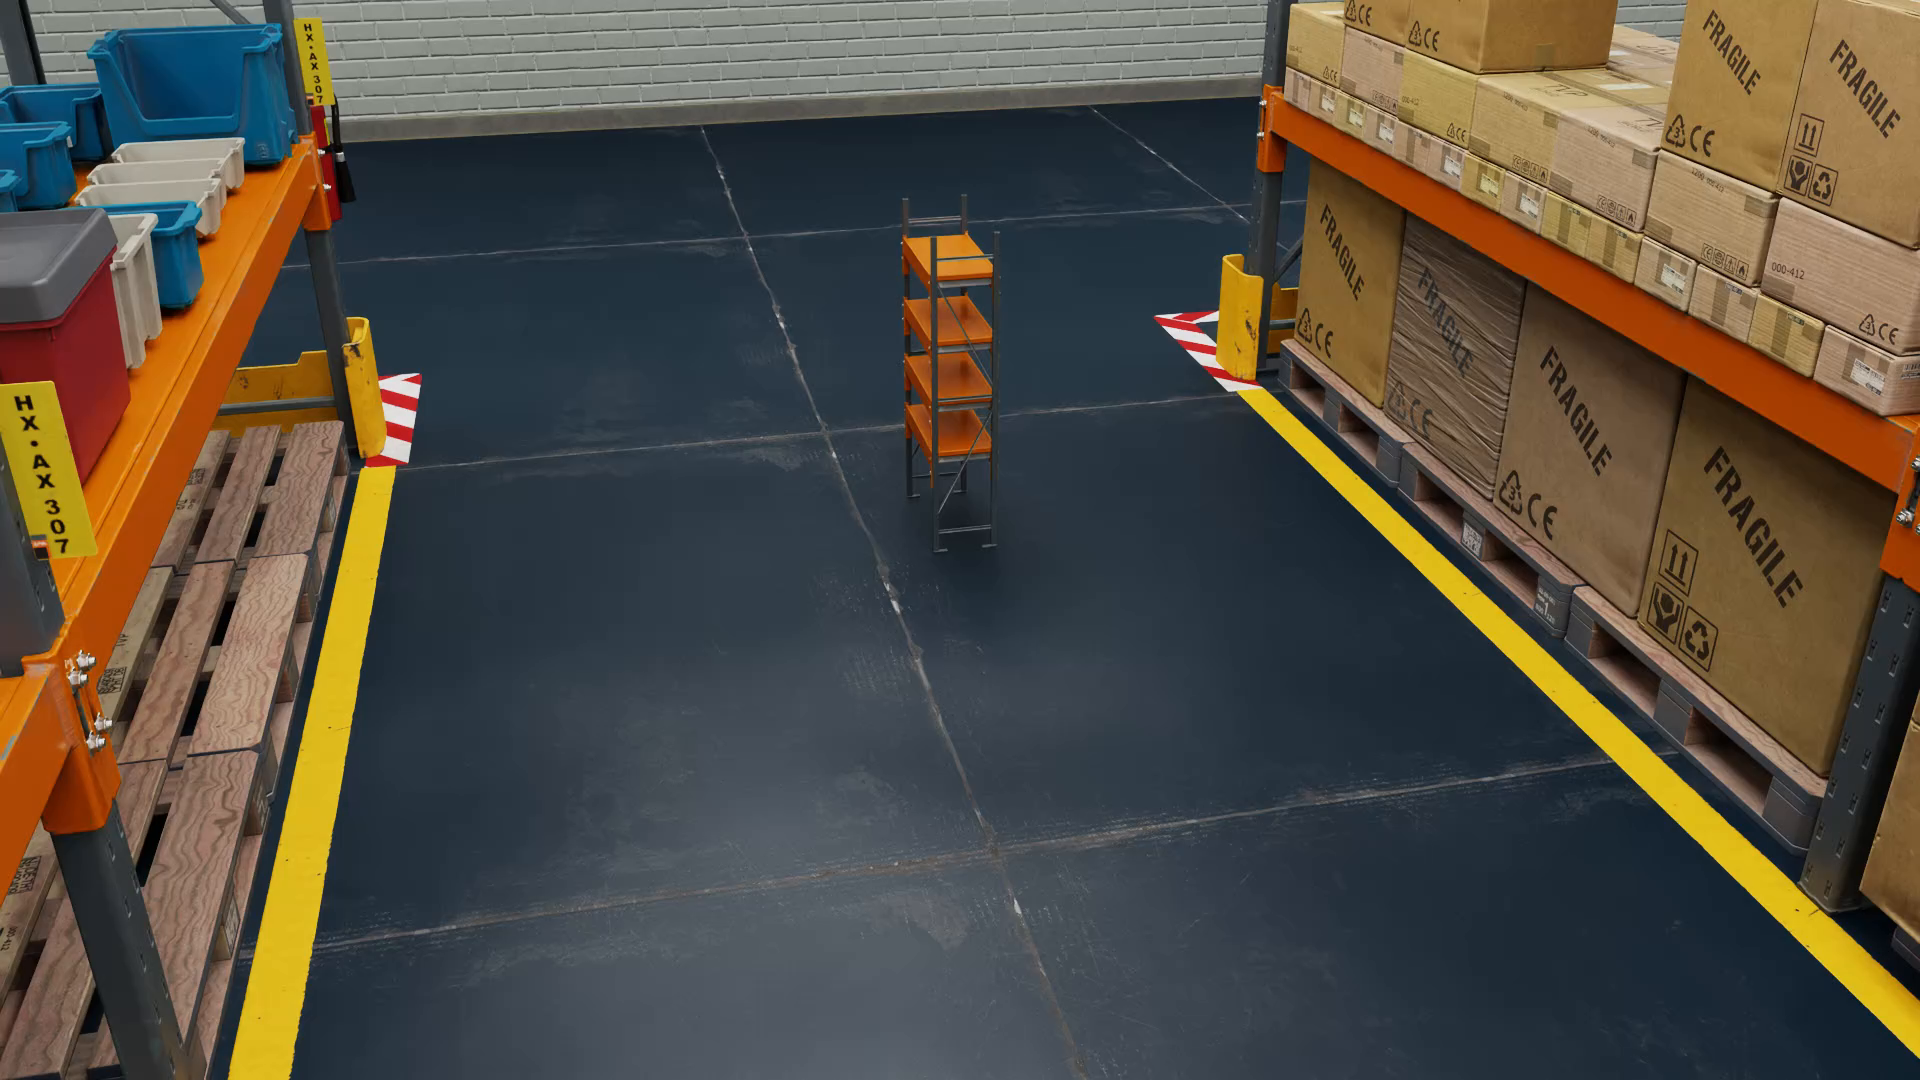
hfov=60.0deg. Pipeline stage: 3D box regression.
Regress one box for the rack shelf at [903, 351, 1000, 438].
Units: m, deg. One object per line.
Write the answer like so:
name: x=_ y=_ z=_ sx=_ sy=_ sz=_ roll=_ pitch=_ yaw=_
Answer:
rack shelf: x=-0.037 y=-0.548 z=6.154 sx=0.258 sy=0.148 sz=0.480 roll=-6 pitch=27 yaw=-12

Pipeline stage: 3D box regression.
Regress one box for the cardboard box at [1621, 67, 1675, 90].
cardboard box: x=2.541 y=-1.401 z=5.533 sx=0.500 sy=0.250 sz=0.500 roll=-6 pitch=27 yaw=-12

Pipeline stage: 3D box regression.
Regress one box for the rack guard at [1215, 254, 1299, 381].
rack guard: x=1.818 y=-1.090 z=7.855 sx=1.175 sy=0.500 sz=0.348 roll=-6 pitch=27 yaw=-12

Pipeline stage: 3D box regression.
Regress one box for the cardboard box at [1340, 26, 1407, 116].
cardboard box: x=1.792 y=-1.796 z=6.315 sx=0.500 sy=0.250 sz=0.500 roll=-6 pitch=27 yaw=-12

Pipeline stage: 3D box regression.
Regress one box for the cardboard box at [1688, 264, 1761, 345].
cardboard box: x=2.221 y=-0.654 z=4.495 sx=0.380 sy=0.149 sz=0.250 roll=-6 pitch=27 yaw=-12

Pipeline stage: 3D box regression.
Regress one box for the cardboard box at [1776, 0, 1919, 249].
cardboard box: x=2.361 y=-1.015 z=3.936 sx=0.500 sy=0.500 sz=0.500 roll=-5 pitch=27 yaw=-10

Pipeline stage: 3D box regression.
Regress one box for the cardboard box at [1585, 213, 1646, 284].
cardboard box: x=2.105 y=-0.880 z=4.943 sx=0.380 sy=0.149 sz=0.250 roll=-5 pitch=27 yaw=-11

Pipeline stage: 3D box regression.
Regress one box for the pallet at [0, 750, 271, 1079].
pallet: x=-2.304 y=0.989 z=4.055 sx=1.003 sy=0.211 sz=1.213 roll=-6 pitch=27 yaw=-12

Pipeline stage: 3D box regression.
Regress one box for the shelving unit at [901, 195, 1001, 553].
shelving unit: x=-0.037 y=-0.608 z=6.124 sx=0.258 sy=1.200 sz=0.503 roll=-6 pitch=27 yaw=-12

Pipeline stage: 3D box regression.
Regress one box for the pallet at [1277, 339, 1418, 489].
pallet: x=2.080 y=-0.608 z=7.220 sx=1.003 sy=0.211 sz=1.213 roll=-6 pitch=27 yaw=-12

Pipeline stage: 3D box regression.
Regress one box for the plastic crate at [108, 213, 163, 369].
plastic crate: x=-2.265 y=-0.600 z=4.174 sx=0.437 sy=0.282 sz=0.530 roll=-6 pitch=27 yaw=-12

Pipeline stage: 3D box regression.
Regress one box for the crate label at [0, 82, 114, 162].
crate label: x=-3.267 y=-1.503 z=6.018 sx=0.416 sy=0.233 sz=0.303 roll=-6 pitch=27 yaw=-12

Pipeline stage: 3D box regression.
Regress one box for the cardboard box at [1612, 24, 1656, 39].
cardboard box: x=2.305 y=-1.853 z=6.428 sx=0.500 sy=0.250 sz=0.500 roll=-6 pitch=27 yaw=-12

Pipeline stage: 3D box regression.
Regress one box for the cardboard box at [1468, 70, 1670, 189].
cardboard box: x=2.024 y=-1.346 z=5.425 sx=0.500 sy=0.250 sz=0.500 roll=-6 pitch=27 yaw=-13

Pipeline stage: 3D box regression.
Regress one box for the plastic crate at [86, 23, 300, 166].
plastic crate: x=-2.745 y=-1.607 z=5.999 sx=0.616 sy=0.435 sz=0.499 roll=-6 pitch=27 yaw=-12

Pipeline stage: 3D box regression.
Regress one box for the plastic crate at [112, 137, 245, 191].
plastic crate: x=-2.642 y=-1.262 z=5.648 sx=0.396 sy=0.136 sz=0.243 roll=-6 pitch=27 yaw=-12

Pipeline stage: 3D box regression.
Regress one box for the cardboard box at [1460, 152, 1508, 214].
cardboard box: x=1.930 y=-1.219 z=5.615 sx=0.380 sy=0.149 sz=0.250 roll=-7 pitch=28 yaw=-13

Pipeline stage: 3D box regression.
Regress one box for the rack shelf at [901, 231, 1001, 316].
rack shelf: x=-0.037 y=-0.959 z=5.947 sx=0.258 sy=0.148 sz=0.480 roll=-6 pitch=27 yaw=-12

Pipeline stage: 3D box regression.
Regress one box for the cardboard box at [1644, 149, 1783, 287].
cardboard box: x=2.251 y=-0.899 z=4.539 sx=0.500 sy=0.250 sz=0.500 roll=-5 pitch=27 yaw=-10

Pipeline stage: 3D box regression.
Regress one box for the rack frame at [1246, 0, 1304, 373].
rack frame: x=1.823 y=-2.196 z=7.271 sx=1.000 sy=3.000 sz=0.127 roll=-6 pitch=27 yaw=-12

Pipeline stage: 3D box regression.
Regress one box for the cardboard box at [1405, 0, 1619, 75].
cardboard box: x=1.904 y=-1.912 z=5.713 sx=0.500 sy=0.500 sz=0.500 roll=-7 pitch=28 yaw=-13

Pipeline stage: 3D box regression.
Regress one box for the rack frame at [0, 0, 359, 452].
rack frame: x=-3.002 y=-1.693 z=6.274 sx=1.000 sy=3.000 sz=0.127 roll=-6 pitch=27 yaw=-12

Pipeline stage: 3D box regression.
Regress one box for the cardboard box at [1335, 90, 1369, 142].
cardboard box: x=1.699 y=-1.669 z=6.507 sx=0.380 sy=0.149 sz=0.250 roll=-7 pitch=28 yaw=-13

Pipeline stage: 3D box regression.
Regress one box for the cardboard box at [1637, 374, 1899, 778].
cardboard box: x=2.654 y=0.024 z=4.766 sx=0.875 sy=0.875 sz=0.875 roll=-6 pitch=27 yaw=-12

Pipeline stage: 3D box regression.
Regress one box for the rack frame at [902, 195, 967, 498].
rack frame: x=-0.092 y=-0.715 z=6.336 sx=0.240 sy=1.200 sz=0.015 roll=-6 pitch=27 yaw=-12

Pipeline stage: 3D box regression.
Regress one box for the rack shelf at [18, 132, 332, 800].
rack shelf: x=-2.551 y=-0.493 z=4.697 sx=1.077 sy=0.370 sz=4.000 roll=-6 pitch=27 yaw=-12

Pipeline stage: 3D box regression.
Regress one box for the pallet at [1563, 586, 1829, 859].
pallet: x=2.630 y=0.464 z=5.097 sx=1.003 sy=0.211 sz=1.213 roll=-6 pitch=27 yaw=-12

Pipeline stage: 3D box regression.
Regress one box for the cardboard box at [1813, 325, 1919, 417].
cardboard box: x=2.337 y=-0.428 z=4.048 sx=0.380 sy=0.149 sz=0.250 roll=-6 pitch=27 yaw=-11

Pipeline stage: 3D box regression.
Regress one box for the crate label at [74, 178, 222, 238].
crate label: x=-2.504 y=-1.014 z=5.155 sx=0.396 sy=0.136 sz=0.243 roll=-6 pitch=27 yaw=-12

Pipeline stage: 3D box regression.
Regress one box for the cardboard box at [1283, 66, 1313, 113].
cardboard box: x=1.582 y=-1.894 z=6.952 sx=0.380 sy=0.149 sz=0.250 roll=-6 pitch=27 yaw=-11

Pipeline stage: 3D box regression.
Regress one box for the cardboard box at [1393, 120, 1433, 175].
cardboard box: x=1.815 y=-1.443 z=6.059 sx=0.380 sy=0.149 sz=0.250 roll=-6 pitch=27 yaw=-13

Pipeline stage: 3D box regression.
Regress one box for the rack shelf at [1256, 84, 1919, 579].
rack shelf: x=2.274 y=-0.996 z=5.694 sx=1.077 sy=0.370 sz=4.000 roll=-6 pitch=27 yaw=-12

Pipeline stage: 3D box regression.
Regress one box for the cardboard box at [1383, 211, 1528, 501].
cardboard box: x=2.251 y=-0.762 z=6.323 sx=0.875 sy=0.875 sz=0.875 roll=-6 pitch=27 yaw=-12
